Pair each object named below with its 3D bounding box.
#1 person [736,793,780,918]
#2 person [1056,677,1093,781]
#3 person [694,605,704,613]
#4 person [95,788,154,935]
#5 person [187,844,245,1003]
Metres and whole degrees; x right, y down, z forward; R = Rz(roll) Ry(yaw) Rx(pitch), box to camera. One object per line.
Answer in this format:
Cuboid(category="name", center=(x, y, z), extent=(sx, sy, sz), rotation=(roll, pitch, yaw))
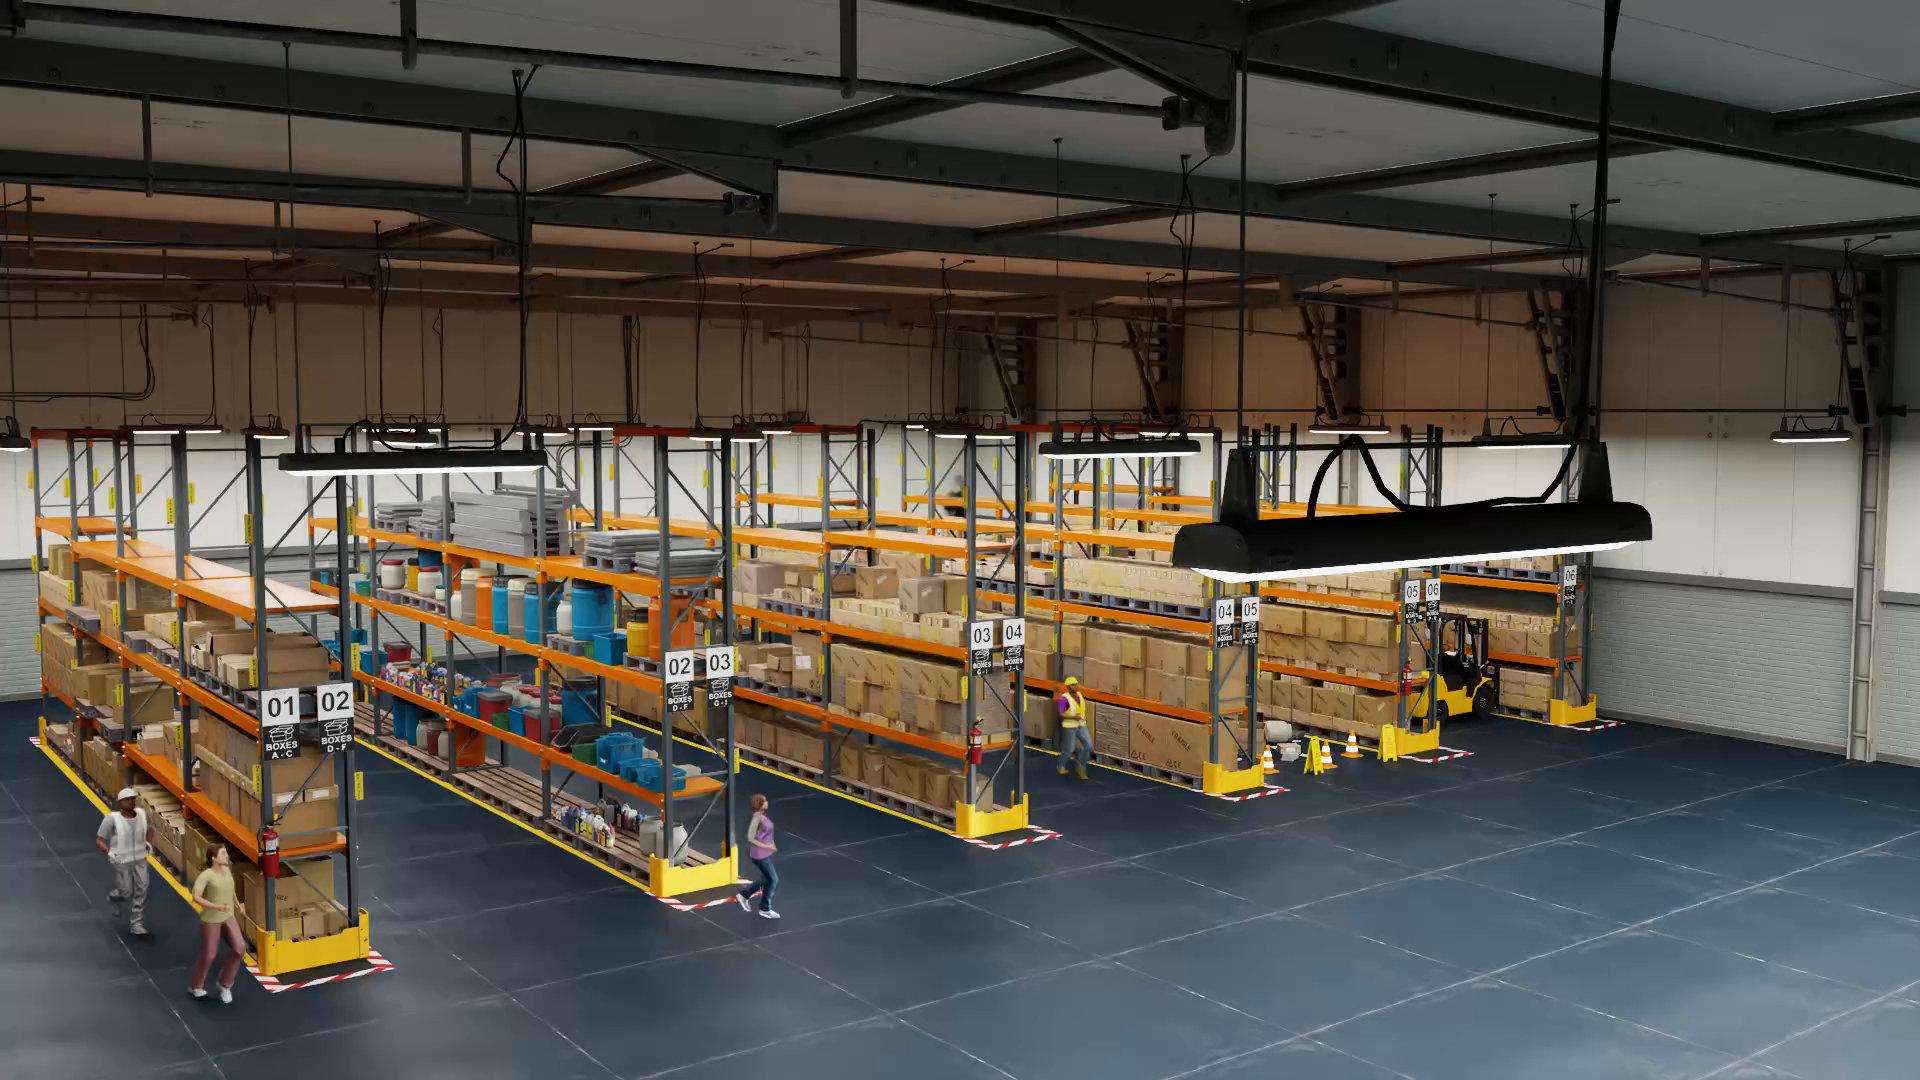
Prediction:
Cuboid(category="person", center=(-2.525, 3.942, 20.730), extent=(0.547, 1.582, 0.558), rotation=(0, 4, -2))
Cuboid(category="person", center=(1.964, 3.234, 28.548), extent=(0.707, 1.794, 0.741), rotation=(-3, 6, -36))
Cuboid(category="person", center=(-6.358, 2.387, 39.900), extent=(0.626, 1.678, 0.702), rotation=(1, 5, 16))
Cuboid(category="person", center=(-10.066, 3.875, 20.148), extent=(0.804, 1.755, 0.702), rotation=(4, 6, 40))
Cuboid(category="person", center=(-7.973, 4.107, 17.914), extent=(0.650, 1.680, 0.642), rotation=(2, 5, 26))
